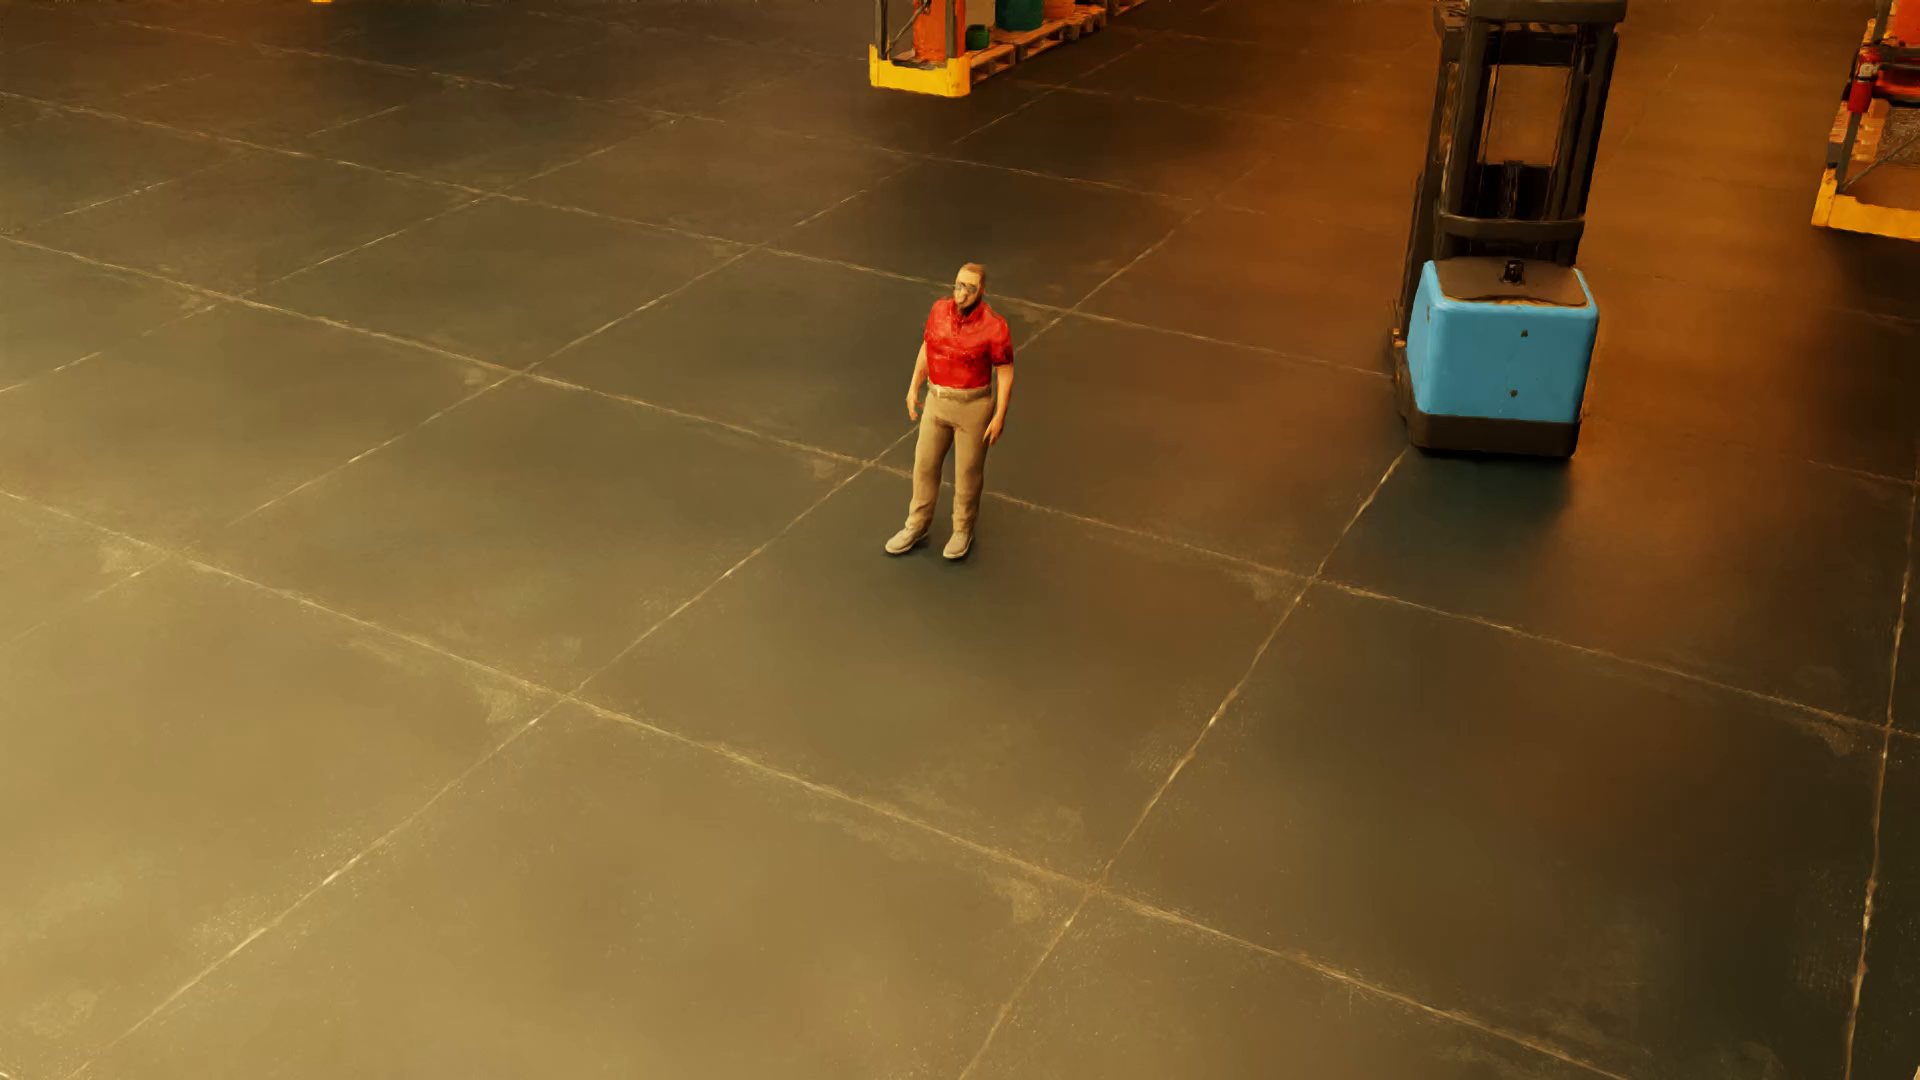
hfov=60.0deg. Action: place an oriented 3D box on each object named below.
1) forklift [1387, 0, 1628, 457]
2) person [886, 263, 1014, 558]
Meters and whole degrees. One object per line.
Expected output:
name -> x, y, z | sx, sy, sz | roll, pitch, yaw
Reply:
forklift -> 3.717, -2.527, 11.449 | 1.130, 2.935, 3.031 | 4, 30, 8
person -> -0.054, -0.718, 9.504 | 0.640, 1.726, 0.550 | 15, 33, 25
